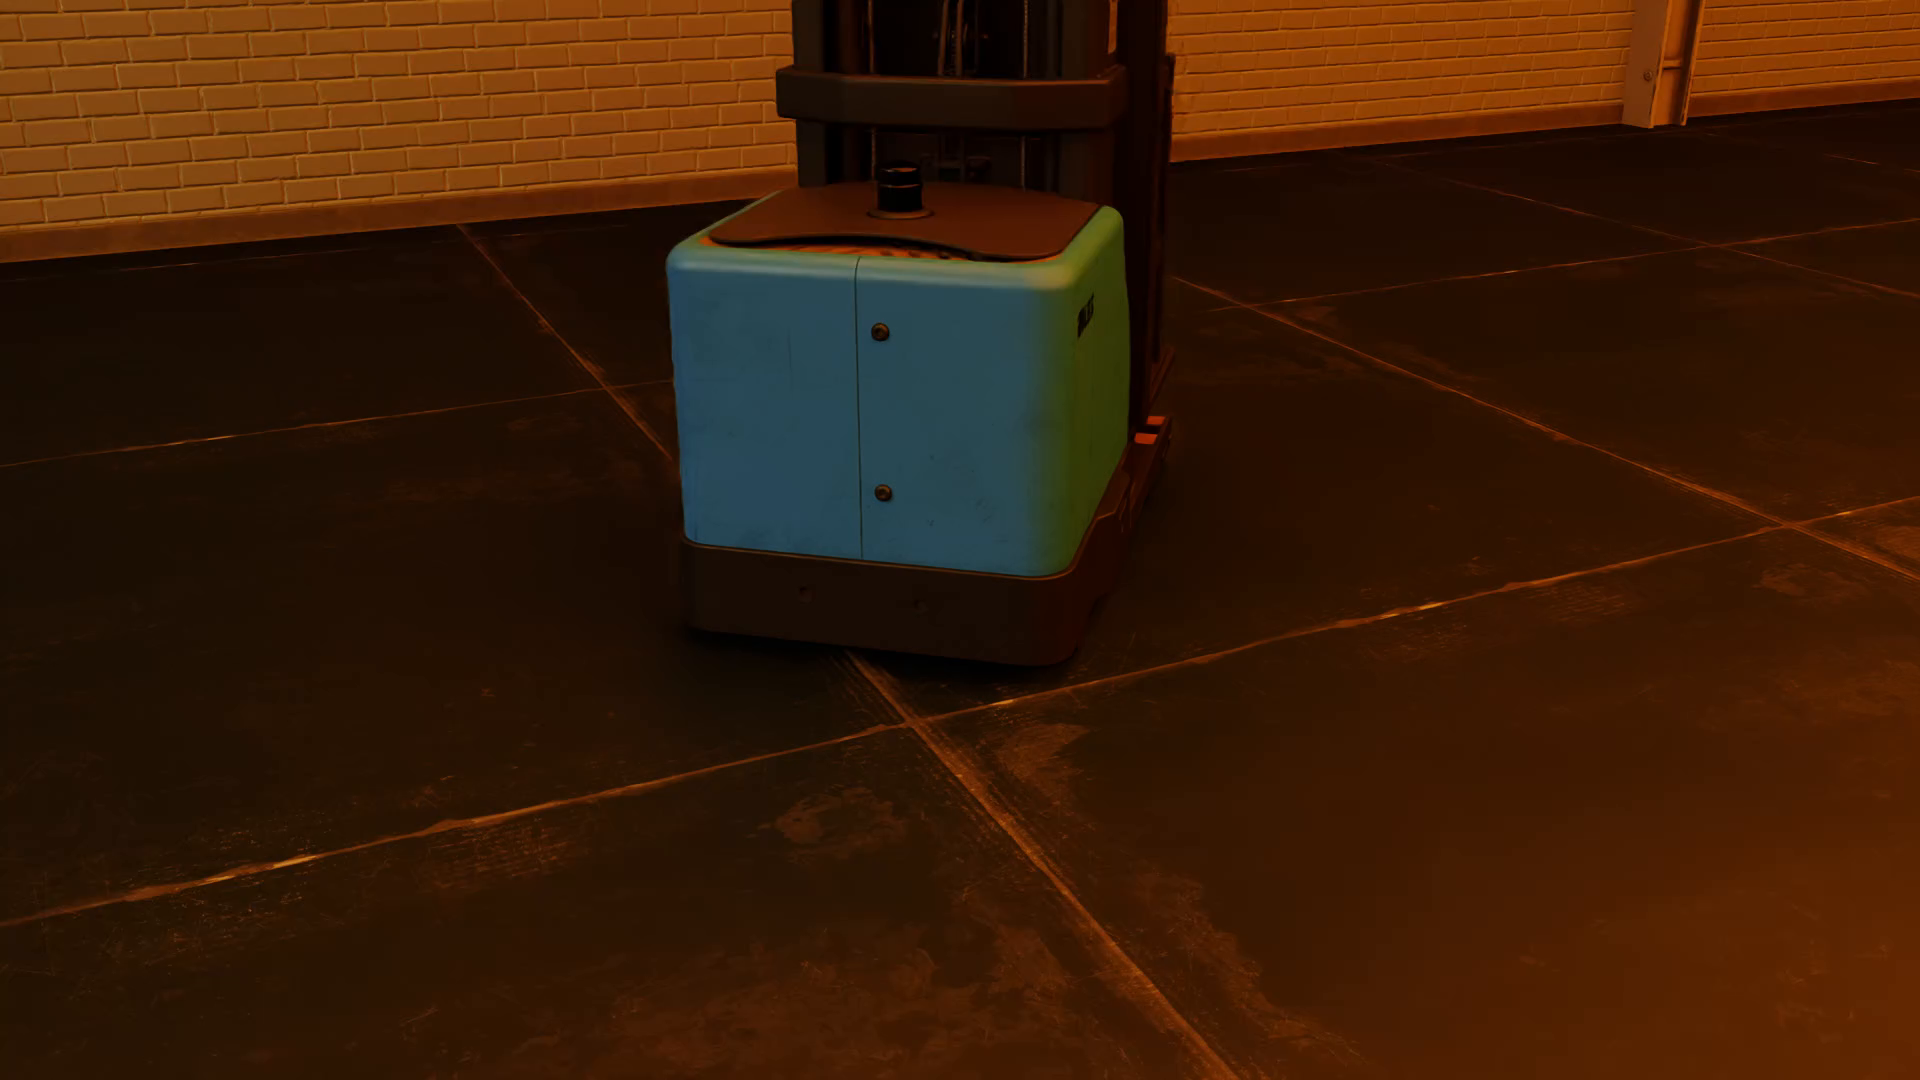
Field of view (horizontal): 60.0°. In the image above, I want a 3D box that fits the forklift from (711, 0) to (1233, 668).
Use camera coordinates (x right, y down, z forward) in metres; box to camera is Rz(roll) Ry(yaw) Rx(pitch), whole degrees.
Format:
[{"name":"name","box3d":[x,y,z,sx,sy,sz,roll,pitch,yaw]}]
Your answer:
[{"name":"forklift","box3d":[-0.211,-1.571,5.068,1.130,2.935,3.031,-6,23,-15]}]
